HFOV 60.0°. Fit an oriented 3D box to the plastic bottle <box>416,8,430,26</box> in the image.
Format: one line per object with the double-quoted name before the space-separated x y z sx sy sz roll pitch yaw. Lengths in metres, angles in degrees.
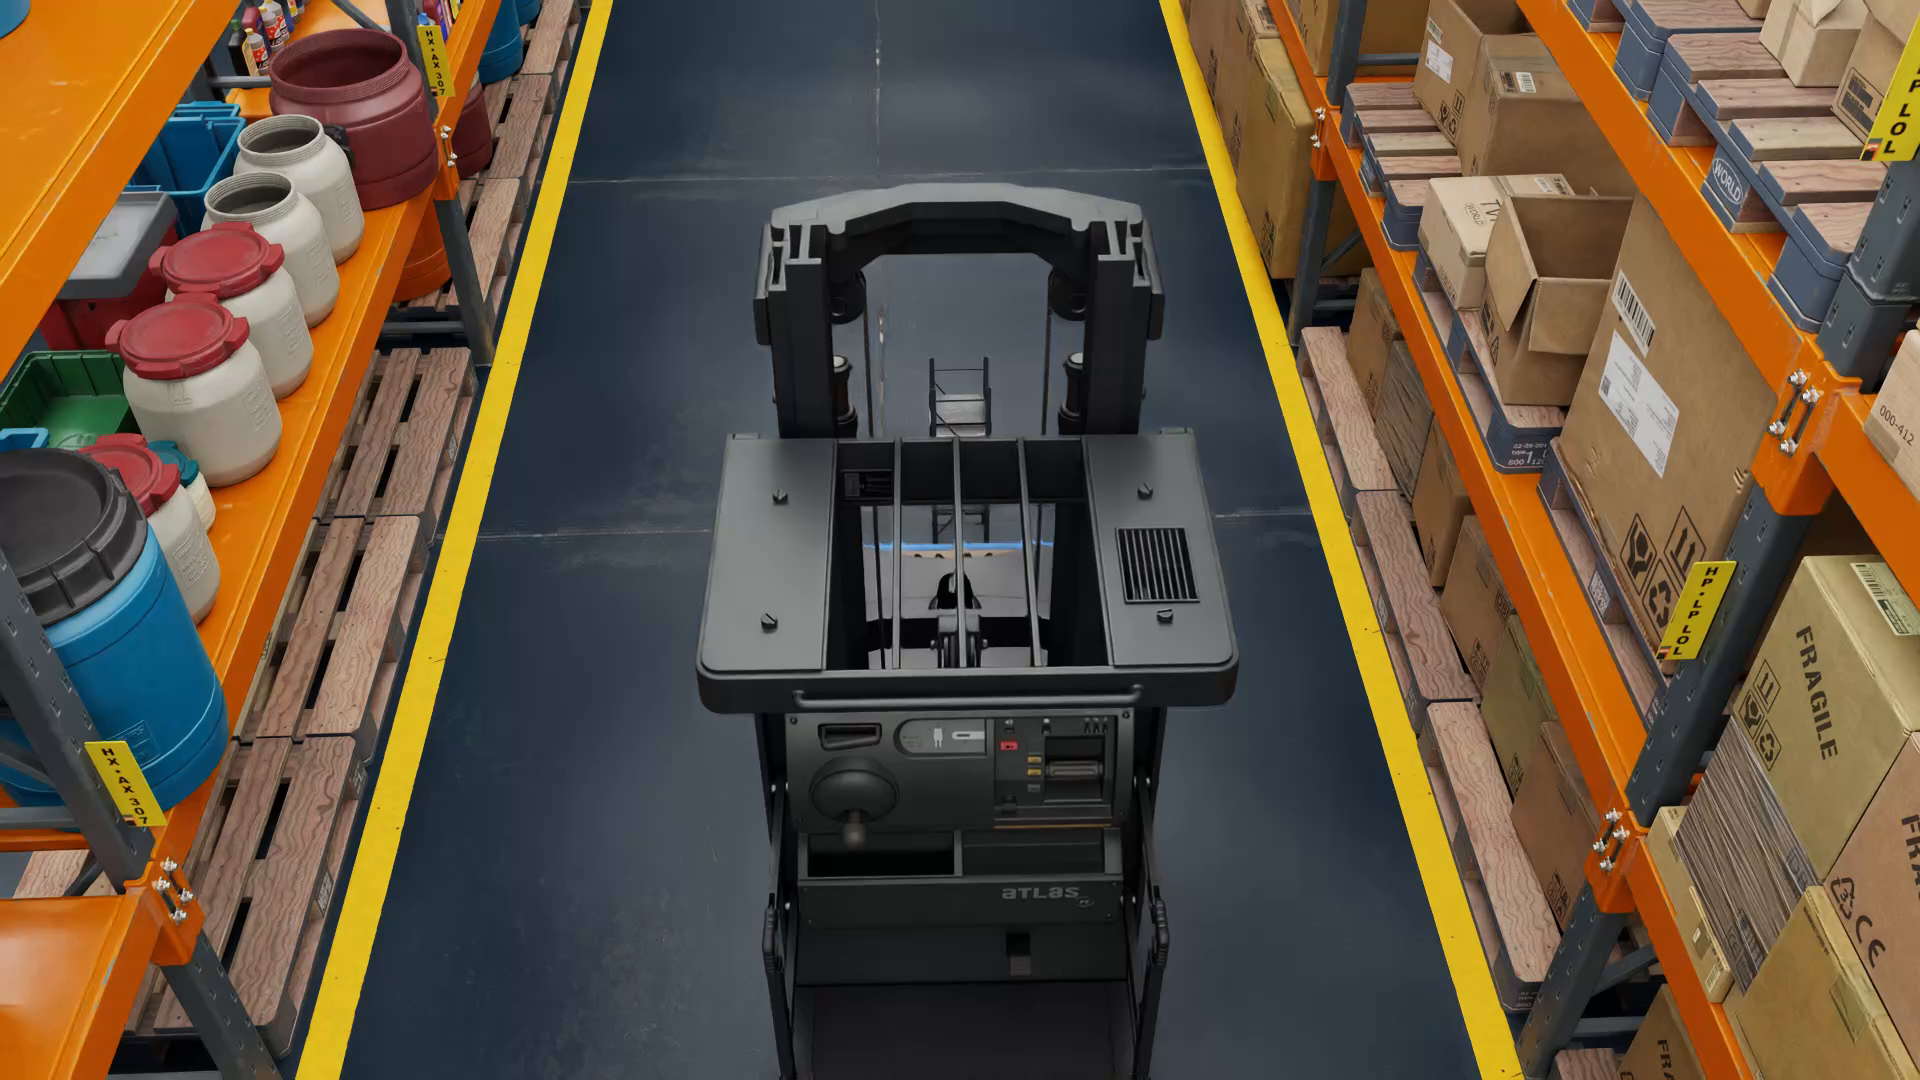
"plastic bottle" -2.476 -2.311 7.646 0.097 0.271 0.097 0 43 0

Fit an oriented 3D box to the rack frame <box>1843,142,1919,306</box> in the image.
"rack frame" 2.316 -1.631 2.370 1.000 3.000 0.127 -2 43 -2

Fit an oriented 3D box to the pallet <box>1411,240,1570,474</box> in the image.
"pallet" 2.271 -0.714 5.951 1.003 0.211 1.213 -2 43 -2

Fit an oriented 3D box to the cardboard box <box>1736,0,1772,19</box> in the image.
"cardboard box" 2.354 -1.674 4.250 0.797 0.503 0.637 0 43 0

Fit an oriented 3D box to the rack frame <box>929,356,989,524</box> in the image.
"rack frame" -0.005 -0.406 7.027 0.240 0.900 0.006 -2 43 -2

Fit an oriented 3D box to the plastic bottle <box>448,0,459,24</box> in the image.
"plastic bottle" -2.478 -2.640 7.997 0.061 0.283 0.133 -2 43 -2

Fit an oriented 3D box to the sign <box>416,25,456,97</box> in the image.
"sign" -2.253 -2.058 7.155 0.100 0.325 0.005 -2 43 -2

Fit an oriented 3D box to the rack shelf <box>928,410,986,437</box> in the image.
"rack shelf" 0.000 -0.445 6.853 0.258 0.077 0.200 -2 43 -2

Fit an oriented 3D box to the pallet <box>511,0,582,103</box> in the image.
"pallet" -2.981 -3.128 10.506 1.003 0.211 1.213 -2 43 -2

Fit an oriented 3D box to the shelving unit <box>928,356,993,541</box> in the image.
"shelving unit" 0.000 -0.337 6.952 0.258 0.900 0.210 -2 43 -2

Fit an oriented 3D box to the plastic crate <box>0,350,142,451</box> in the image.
"plastic crate" -2.989 -0.367 5.587 0.450 0.188 0.662 -2 43 -2

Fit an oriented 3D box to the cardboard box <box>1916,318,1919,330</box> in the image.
"cardboard box" 2.022 -0.389 3.050 0.380 0.149 0.250 -3 43 -3

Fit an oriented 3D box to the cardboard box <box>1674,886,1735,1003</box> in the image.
"cardboard box" 2.022 0.996 4.129 0.380 0.149 0.250 -2 43 -2

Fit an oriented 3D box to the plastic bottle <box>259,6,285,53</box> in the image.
"plastic bottle" -3.243 -2.400 7.795 0.097 0.201 0.097 0 43 0

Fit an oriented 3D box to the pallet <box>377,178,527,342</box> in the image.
"pallet" -2.878 -1.481 8.709 1.003 0.211 1.213 -2 43 -2

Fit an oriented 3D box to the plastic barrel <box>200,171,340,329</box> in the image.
"plastic barrel" -2.528 -1.046 6.089 0.421 0.512 0.421 0 43 0

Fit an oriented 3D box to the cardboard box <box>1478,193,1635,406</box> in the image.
"cardboard box" 2.150 -0.780 5.494 0.797 0.503 0.637 2 43 3

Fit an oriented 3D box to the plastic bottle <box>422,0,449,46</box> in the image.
"plastic bottle" -2.466 -2.459 7.800 0.061 0.283 0.133 -2 43 -2

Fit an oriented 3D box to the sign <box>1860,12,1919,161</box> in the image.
"sign" 1.761 -0.843 3.055 0.100 0.325 0.005 -2 43 -2

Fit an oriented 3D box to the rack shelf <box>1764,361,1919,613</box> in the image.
"rack shelf" 2.401 1.090 2.153 1.077 0.370 4.000 -2 43 -2

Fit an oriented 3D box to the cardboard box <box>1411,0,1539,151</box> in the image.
"cardboard box" 2.209 -1.948 6.771 0.500 0.500 0.500 -6 43 -7

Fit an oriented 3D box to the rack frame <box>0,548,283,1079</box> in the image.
"rack frame" -2.630 0.723 4.242 0.949 2.616 0.053 -2 43 -2

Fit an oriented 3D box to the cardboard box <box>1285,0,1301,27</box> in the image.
"cardboard box" 1.862 -2.820 8.032 0.500 0.500 0.500 -2 43 -2

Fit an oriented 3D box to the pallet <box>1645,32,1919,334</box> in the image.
"pallet" 2.396 -0.876 3.905 1.213 0.211 1.003 -2 43 -2

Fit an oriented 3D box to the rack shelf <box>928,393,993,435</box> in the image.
"rack shelf" 0.000 -0.512 6.792 0.258 0.077 0.200 -2 43 -2

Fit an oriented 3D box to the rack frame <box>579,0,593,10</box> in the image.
"rack frame" -2.973 -4.678 10.134 1.000 3.000 0.127 -2 43 -2

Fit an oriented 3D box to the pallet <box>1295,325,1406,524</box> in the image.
"pallet" 2.178 -0.564 7.709 1.003 0.211 1.213 -2 43 -2

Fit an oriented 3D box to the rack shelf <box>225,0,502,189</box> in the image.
"rack shelf" -2.888 -3.063 8.904 1.077 0.370 4.000 -2 43 -2

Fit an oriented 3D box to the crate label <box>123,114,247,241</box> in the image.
"crate label" -3.031 -1.312 6.436 0.502 0.435 0.616 -2 43 -2

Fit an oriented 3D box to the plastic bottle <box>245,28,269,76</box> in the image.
"plastic bottle" -3.233 -2.244 7.625 0.097 0.201 0.097 0 43 0

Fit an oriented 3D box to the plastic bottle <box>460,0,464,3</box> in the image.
"plastic bottle" -2.488 -2.796 8.167 0.061 0.283 0.133 -2 43 -2

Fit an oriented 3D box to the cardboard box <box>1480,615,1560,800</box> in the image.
"cardboard box" 2.310 0.602 5.898 0.700 0.500 0.500 -2 43 -2

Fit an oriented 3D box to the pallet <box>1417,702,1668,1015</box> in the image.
"pallet" 2.281 1.083 5.912 1.003 0.211 1.213 -2 43 -2

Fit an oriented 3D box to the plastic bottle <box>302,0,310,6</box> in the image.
"plastic bottle" -3.263 -2.728 8.153 0.097 0.201 0.097 0 43 0

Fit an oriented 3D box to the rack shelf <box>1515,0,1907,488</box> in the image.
"rack shelf" 2.231 -1.610 5.099 1.077 0.370 4.000 -2 43 -2

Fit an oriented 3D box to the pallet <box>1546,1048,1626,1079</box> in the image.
"pallet" 2.380 2.061 4.845 1.003 0.211 1.213 -2 43 -2

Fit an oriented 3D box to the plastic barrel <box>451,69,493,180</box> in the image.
"plastic barrel" -2.888 -2.336 9.052 0.600 0.588 0.708 -2 43 -2

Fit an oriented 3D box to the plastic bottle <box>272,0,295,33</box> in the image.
"plastic bottle" -3.251 -2.557 7.915 0.097 0.271 0.097 0 43 0

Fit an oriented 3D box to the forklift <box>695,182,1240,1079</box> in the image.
"forklift" 0.008 0.709 4.307 1.130 2.935 3.031 -1 43 -1

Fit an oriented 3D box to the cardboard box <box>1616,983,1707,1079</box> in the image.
"cardboard box" 2.293 1.618 4.804 0.500 0.500 0.500 -3 43 -3

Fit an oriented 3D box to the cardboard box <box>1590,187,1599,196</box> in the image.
"cardboard box" 2.486 -1.107 6.027 0.396 0.266 0.258 -3 43 -3

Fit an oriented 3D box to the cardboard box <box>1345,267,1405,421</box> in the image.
"cardboard box" 2.194 -0.909 7.546 0.700 0.500 0.500 -4 43 -4

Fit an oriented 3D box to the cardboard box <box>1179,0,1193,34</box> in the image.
"cardboard box" 2.023 -3.760 10.394 1.225 0.875 0.875 -2 43 -2

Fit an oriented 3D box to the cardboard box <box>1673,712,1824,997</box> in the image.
"cardboard box" 2.273 0.740 3.929 0.875 0.500 0.500 -2 43 -2

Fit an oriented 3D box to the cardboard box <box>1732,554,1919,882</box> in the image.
"cardboard box" 2.081 0.376 3.585 0.500 0.500 0.500 -2 43 -2

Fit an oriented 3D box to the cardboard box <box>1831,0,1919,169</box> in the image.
"cardboard box" 2.395 -1.038 3.556 0.797 0.503 0.637 -4 43 -4

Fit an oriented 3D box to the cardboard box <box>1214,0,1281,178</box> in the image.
"cardboard box" 2.107 -2.560 9.085 1.225 0.875 0.875 -2 43 -2

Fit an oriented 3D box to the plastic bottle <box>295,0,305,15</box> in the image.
"plastic bottle" -3.259 -2.688 8.058 0.097 0.271 0.097 0 43 0

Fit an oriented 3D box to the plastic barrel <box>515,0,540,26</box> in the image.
"plastic barrel" -2.966 -3.692 10.300 0.600 0.901 0.708 -2 43 -2

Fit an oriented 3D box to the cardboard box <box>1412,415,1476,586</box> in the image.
"cardboard box" 2.262 -0.152 6.720 0.700 0.500 0.500 2 43 2

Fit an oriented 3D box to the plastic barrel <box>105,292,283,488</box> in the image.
"plastic barrel" -2.486 -0.475 5.448 0.433 0.535 0.433 0 43 0

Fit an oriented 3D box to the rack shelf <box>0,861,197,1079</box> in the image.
"rack shelf" -2.548 2.338 3.012 1.077 0.370 4.000 -2 43 -2

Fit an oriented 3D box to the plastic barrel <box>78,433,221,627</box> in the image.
"plastic barrel" -2.454 0.020 4.907 0.433 0.535 0.433 0 43 0

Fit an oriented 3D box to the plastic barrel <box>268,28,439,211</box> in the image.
"plastic barrel" -2.480 -1.723 6.810 0.600 0.536 0.708 -2 43 -2

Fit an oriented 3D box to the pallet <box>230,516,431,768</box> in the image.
"pallet" -2.760 0.396 6.662 1.003 0.211 1.213 -2 43 -2
